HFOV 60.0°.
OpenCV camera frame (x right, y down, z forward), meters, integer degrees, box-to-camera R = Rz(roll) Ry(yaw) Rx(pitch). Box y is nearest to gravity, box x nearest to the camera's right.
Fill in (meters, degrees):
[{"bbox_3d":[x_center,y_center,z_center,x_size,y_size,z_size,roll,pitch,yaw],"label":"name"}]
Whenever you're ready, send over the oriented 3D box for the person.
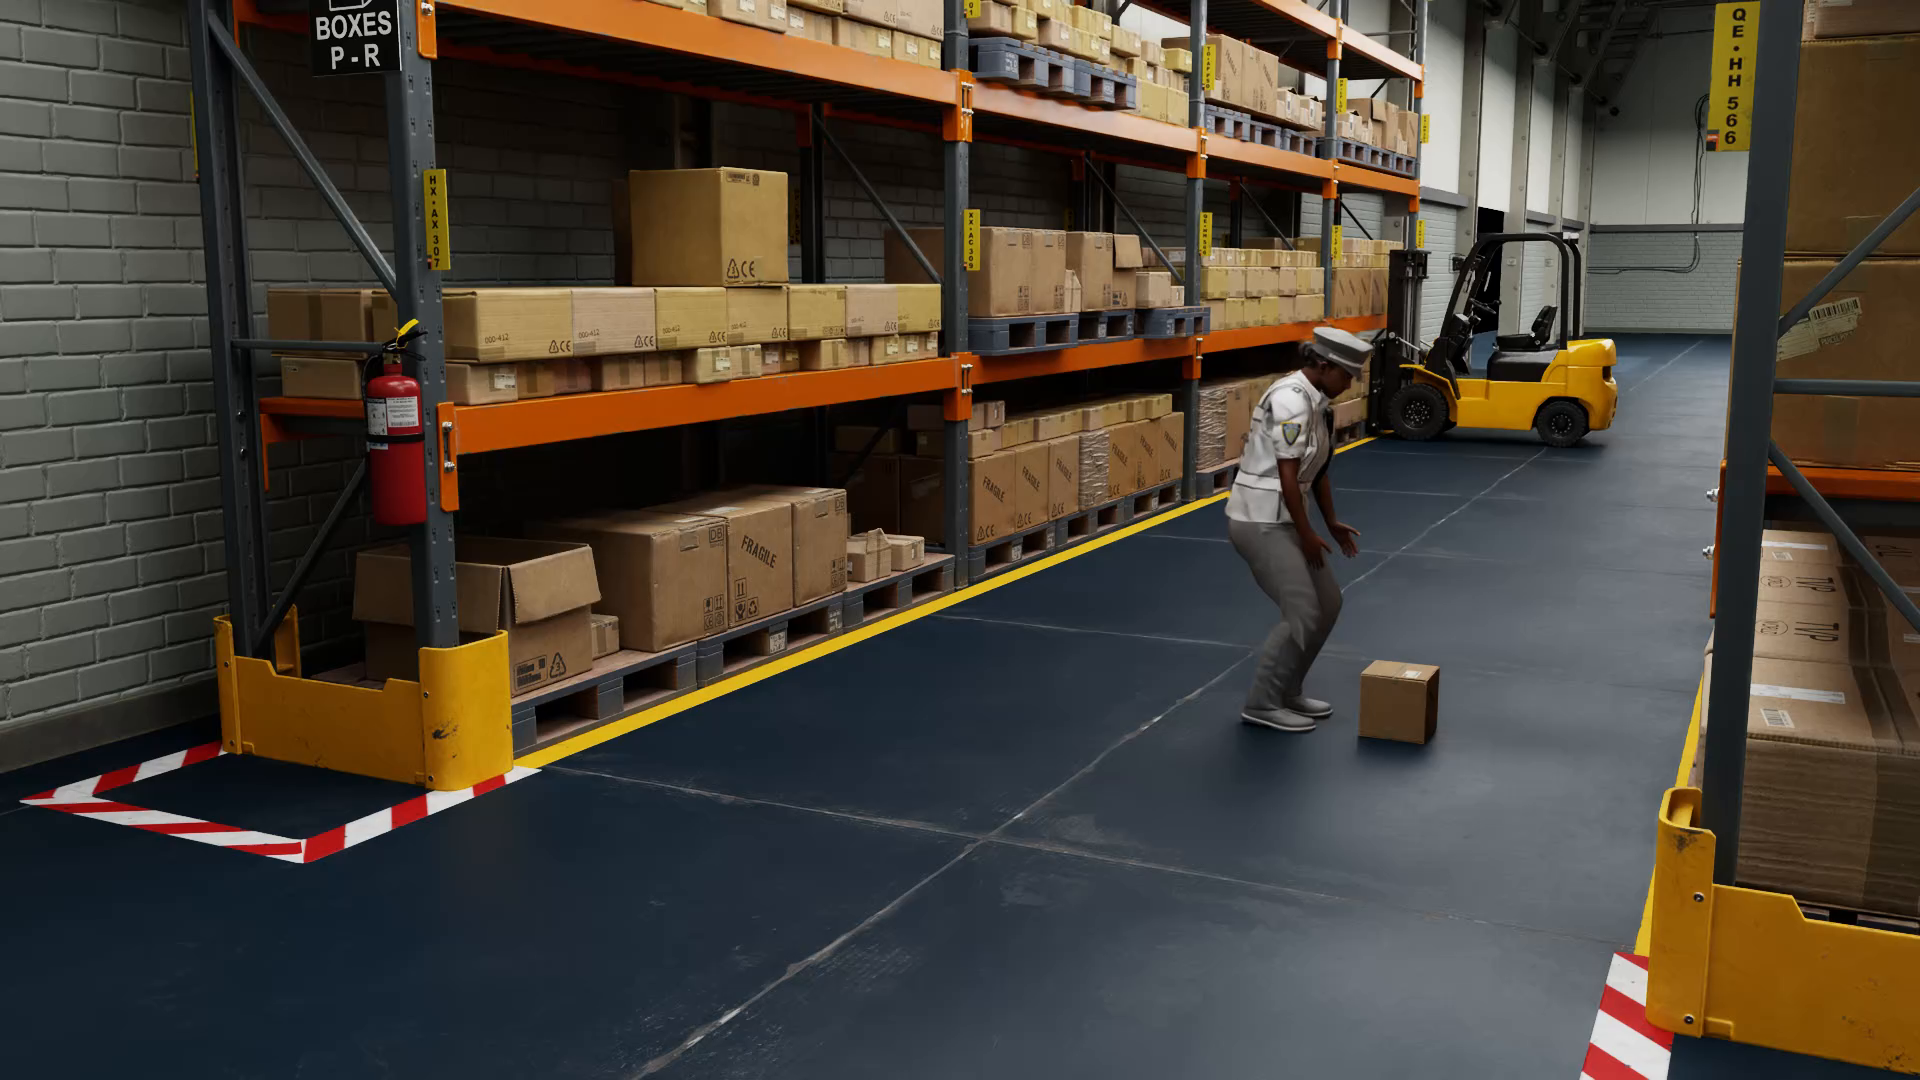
[{"bbox_3d":[1.330,-0.051,6.541,0.541,1.563,0.476,5,10,27],"label":"person"}]
